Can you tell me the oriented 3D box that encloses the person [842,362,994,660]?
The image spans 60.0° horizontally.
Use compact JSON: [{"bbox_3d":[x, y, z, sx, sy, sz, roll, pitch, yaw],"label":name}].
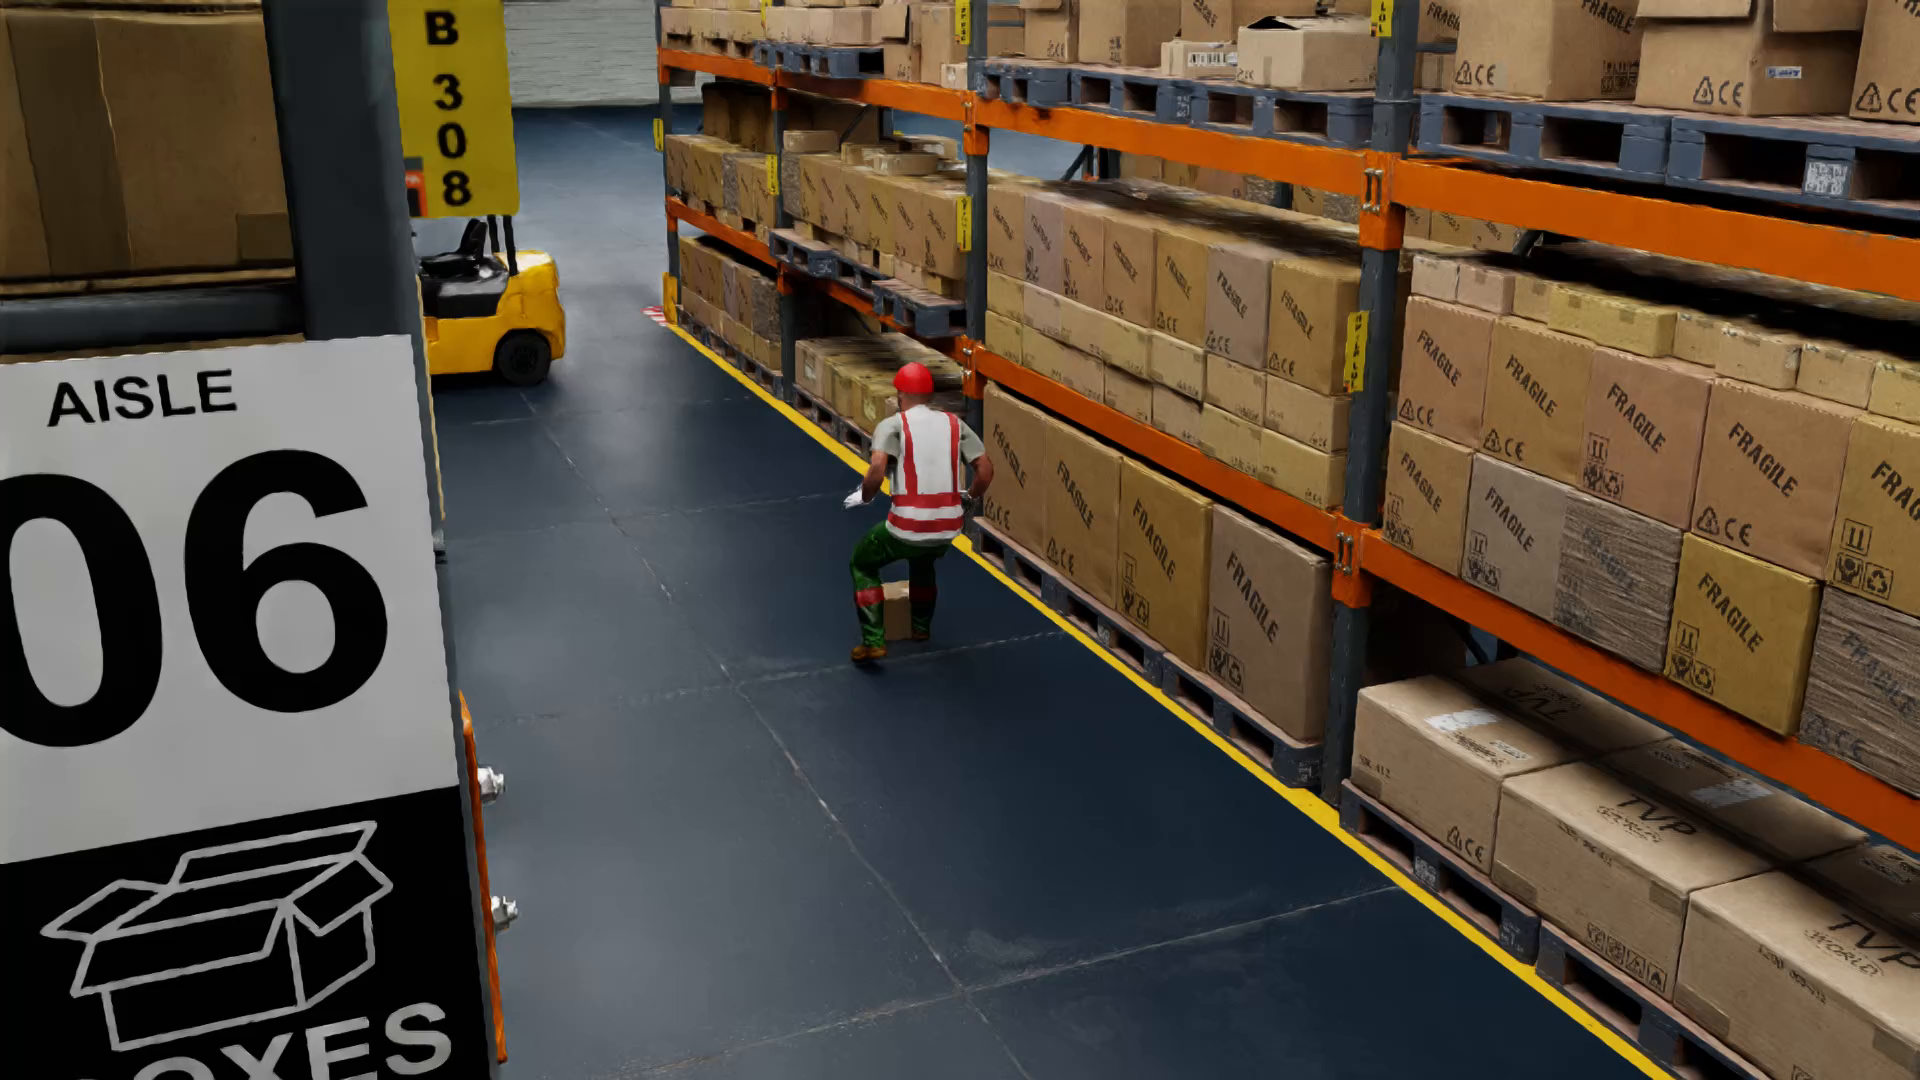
[{"bbox_3d":[-0.283,-0.146,8.757,0.773,1.601,0.808,-10,21,-26],"label":"person"}]
